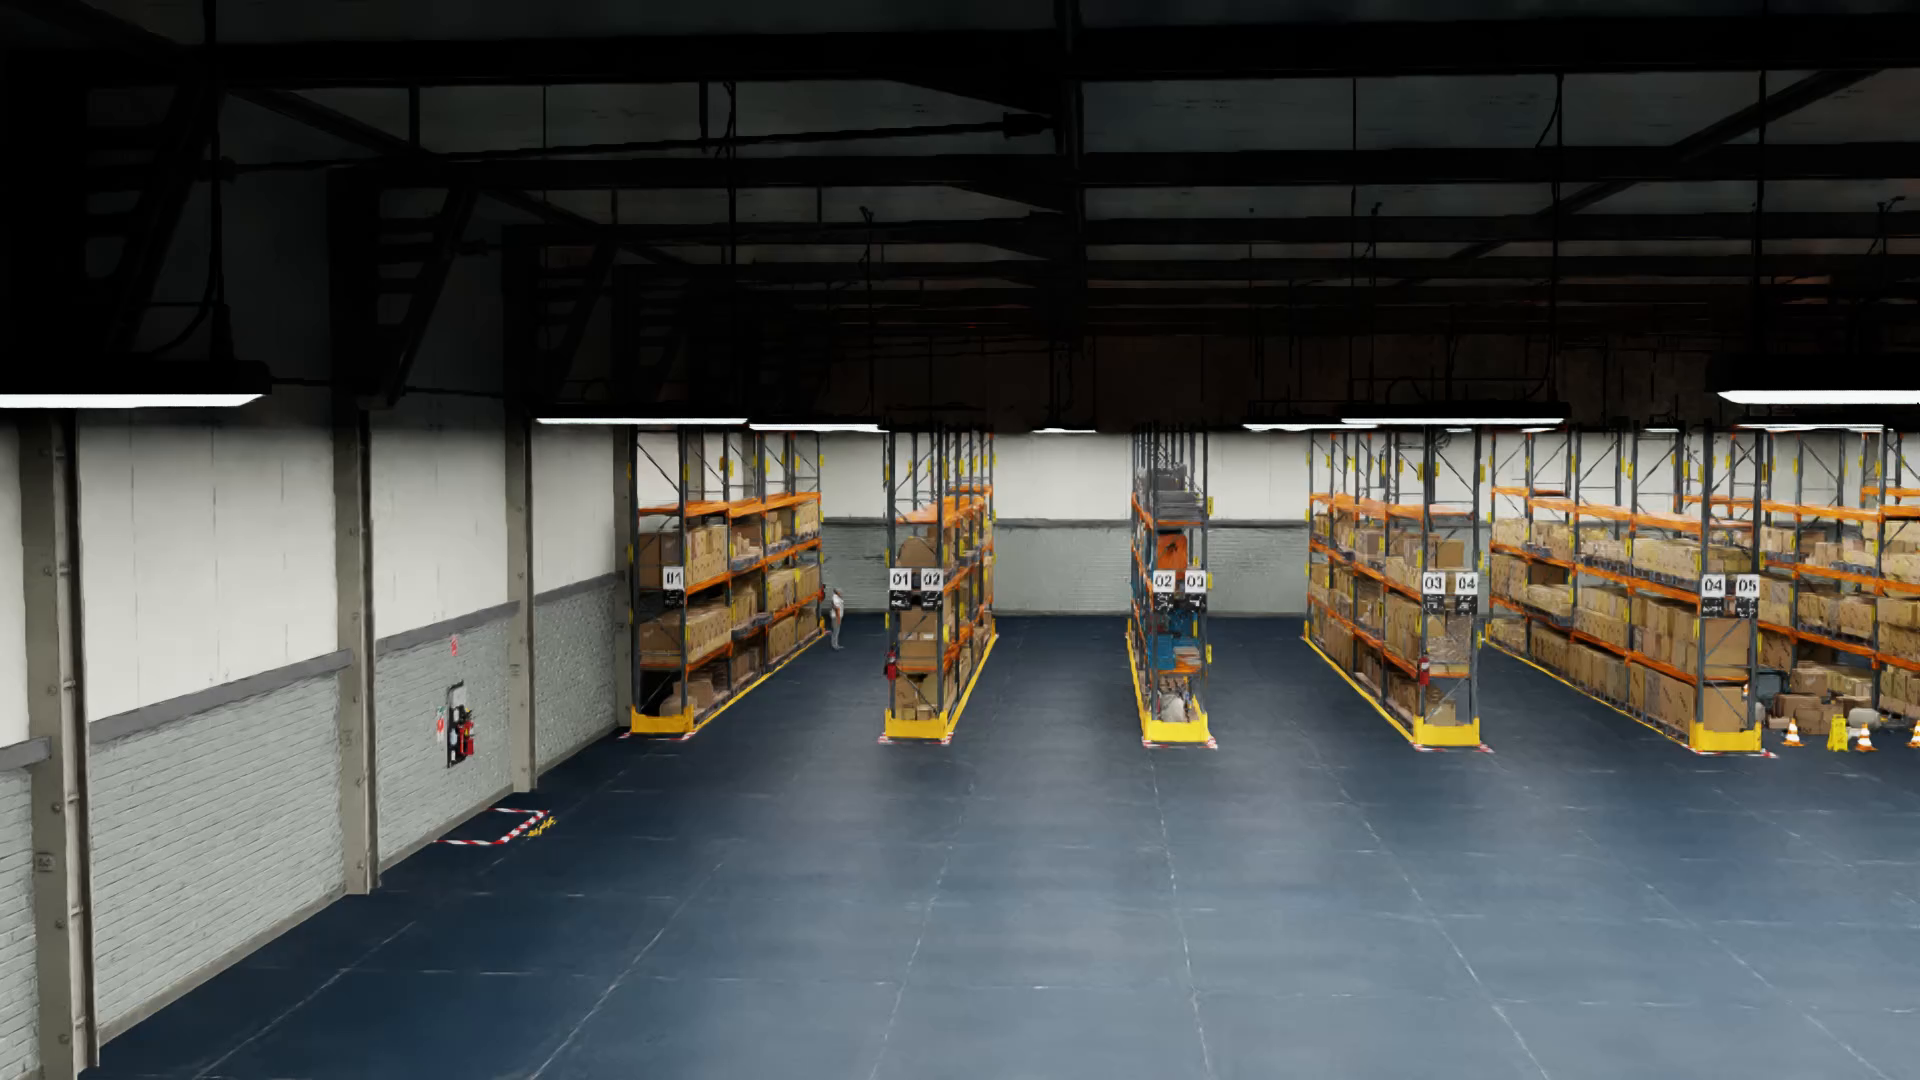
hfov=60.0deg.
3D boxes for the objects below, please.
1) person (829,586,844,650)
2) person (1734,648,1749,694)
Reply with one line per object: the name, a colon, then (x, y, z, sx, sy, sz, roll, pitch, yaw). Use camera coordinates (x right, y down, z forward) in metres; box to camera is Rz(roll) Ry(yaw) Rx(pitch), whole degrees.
person: (-3.290, 2.072, 44.412, 0.388, 1.675, 0.566, 0, 4, -8)
person: (17.099, 2.507, 36.494, 0.630, 1.773, 0.677, 2, 4, 33)
